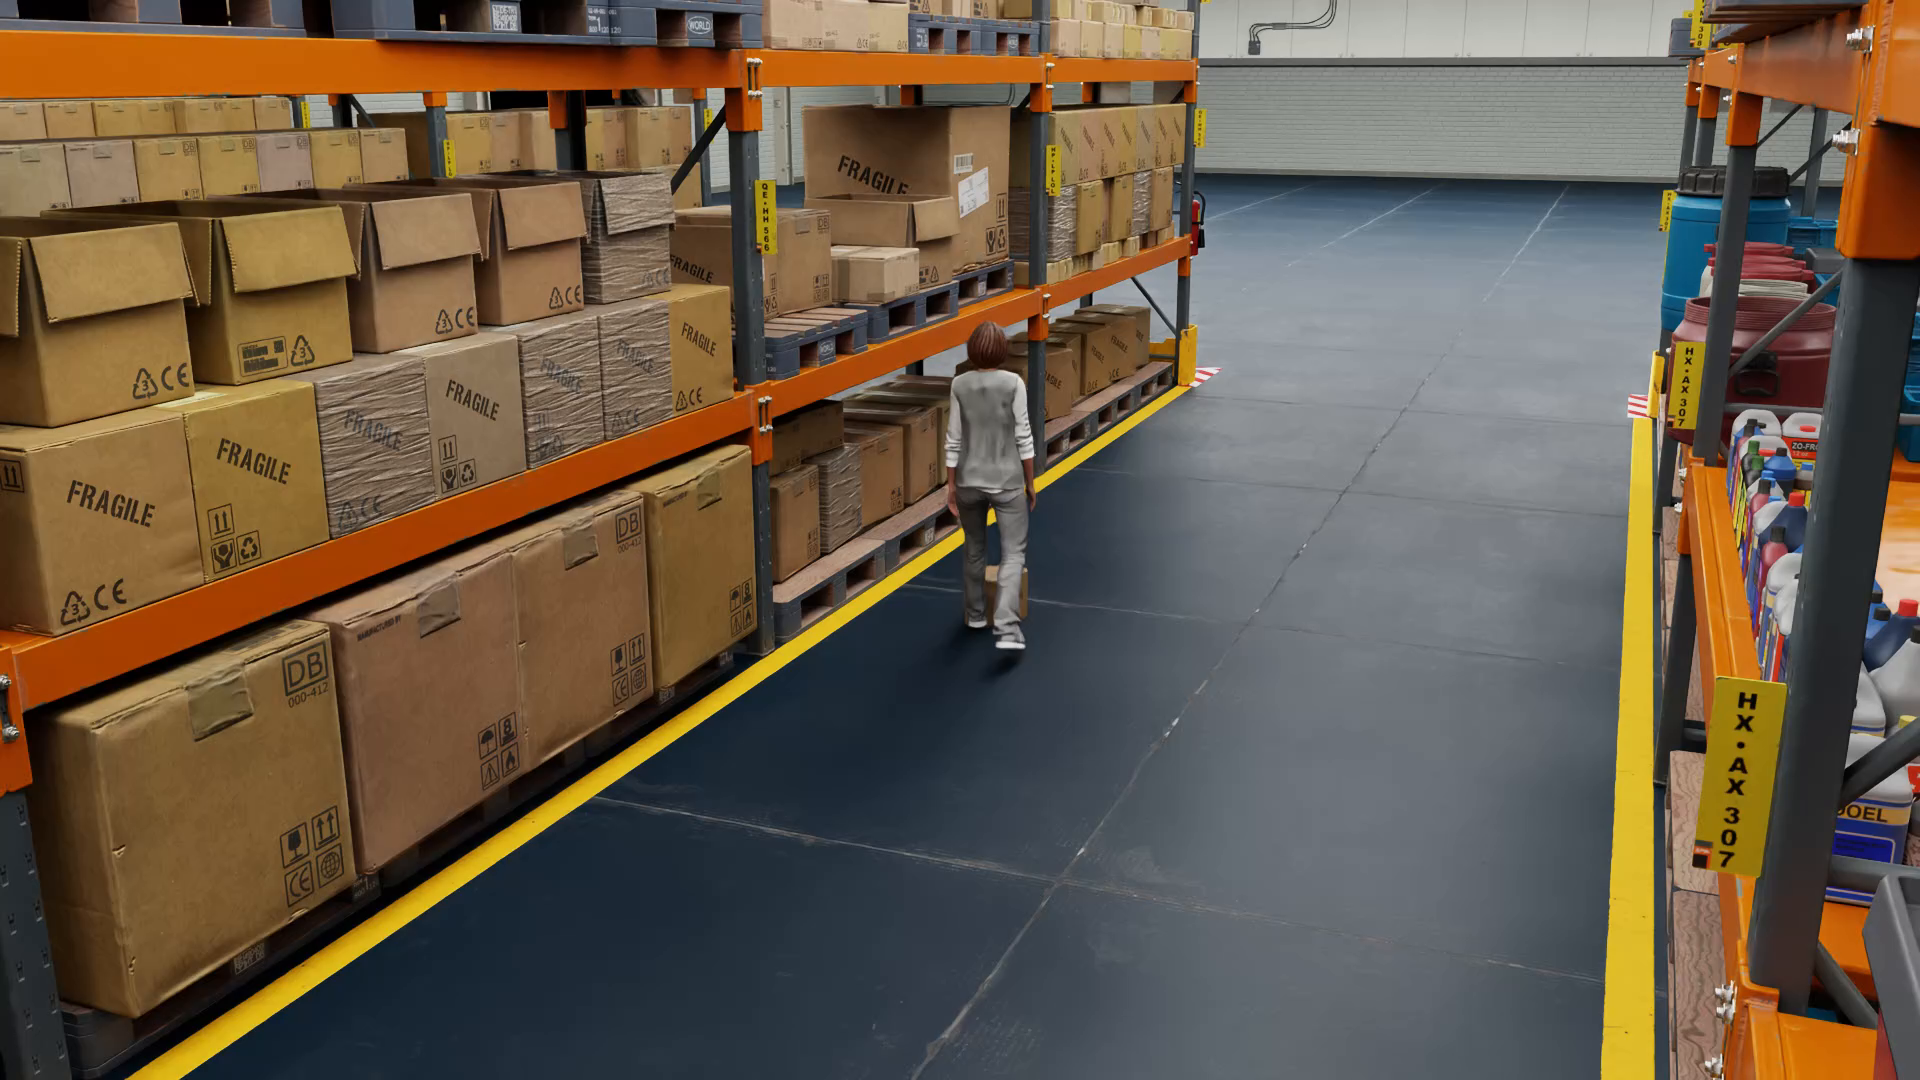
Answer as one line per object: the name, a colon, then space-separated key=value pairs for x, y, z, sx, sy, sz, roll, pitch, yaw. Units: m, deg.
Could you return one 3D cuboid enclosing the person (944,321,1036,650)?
person: x=0.154 y=-0.267 z=7.962 sx=0.450 sy=1.567 sz=0.807 roll=4 pitch=16 yaw=15
